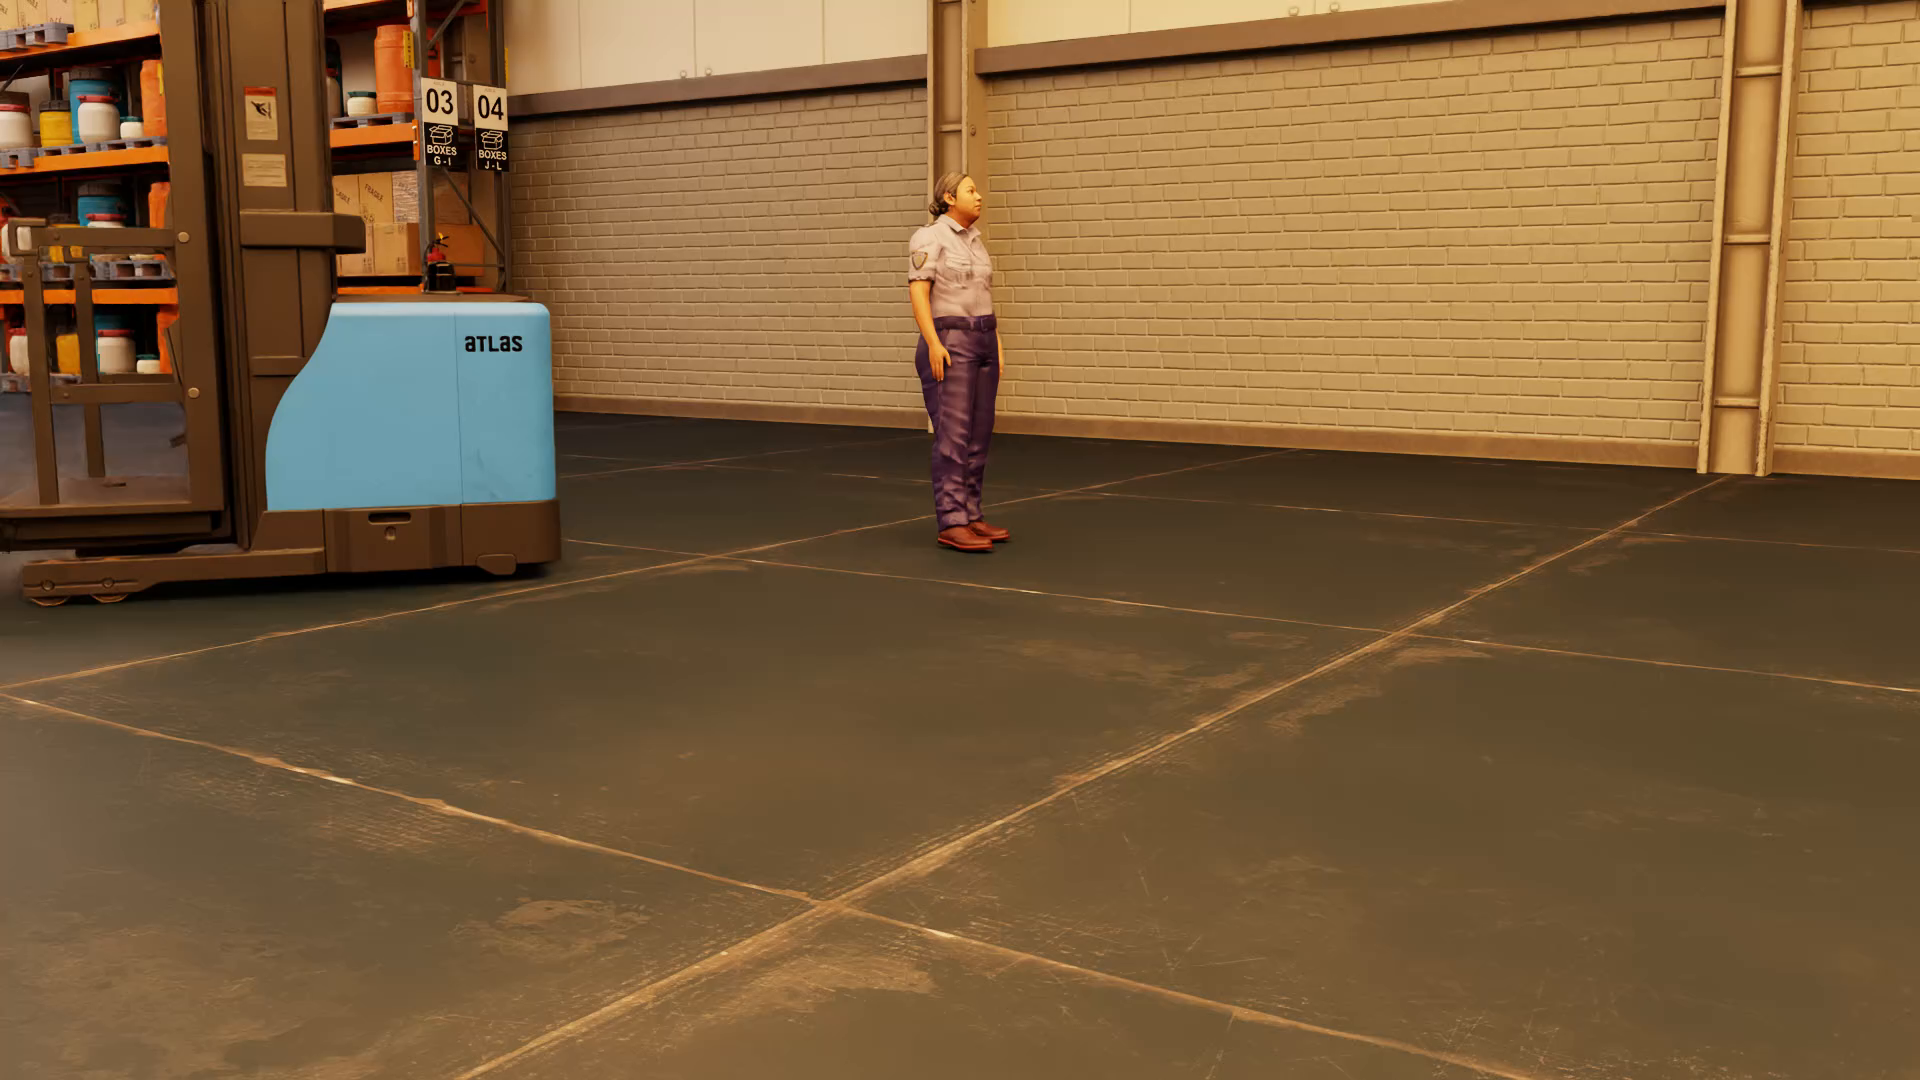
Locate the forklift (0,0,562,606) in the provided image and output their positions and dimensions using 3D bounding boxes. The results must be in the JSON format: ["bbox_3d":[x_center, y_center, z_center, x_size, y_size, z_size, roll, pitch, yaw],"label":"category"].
[{"bbox_3d":[-3.150,-1.298,6.320,3.031,2.935,1.130,-3,9,-18],"label":"forklift"}]

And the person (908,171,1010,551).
[{"bbox_3d":[0.061,-0.813,7.419,0.503,1.650,0.599,5,10,34],"label":"person"}]
